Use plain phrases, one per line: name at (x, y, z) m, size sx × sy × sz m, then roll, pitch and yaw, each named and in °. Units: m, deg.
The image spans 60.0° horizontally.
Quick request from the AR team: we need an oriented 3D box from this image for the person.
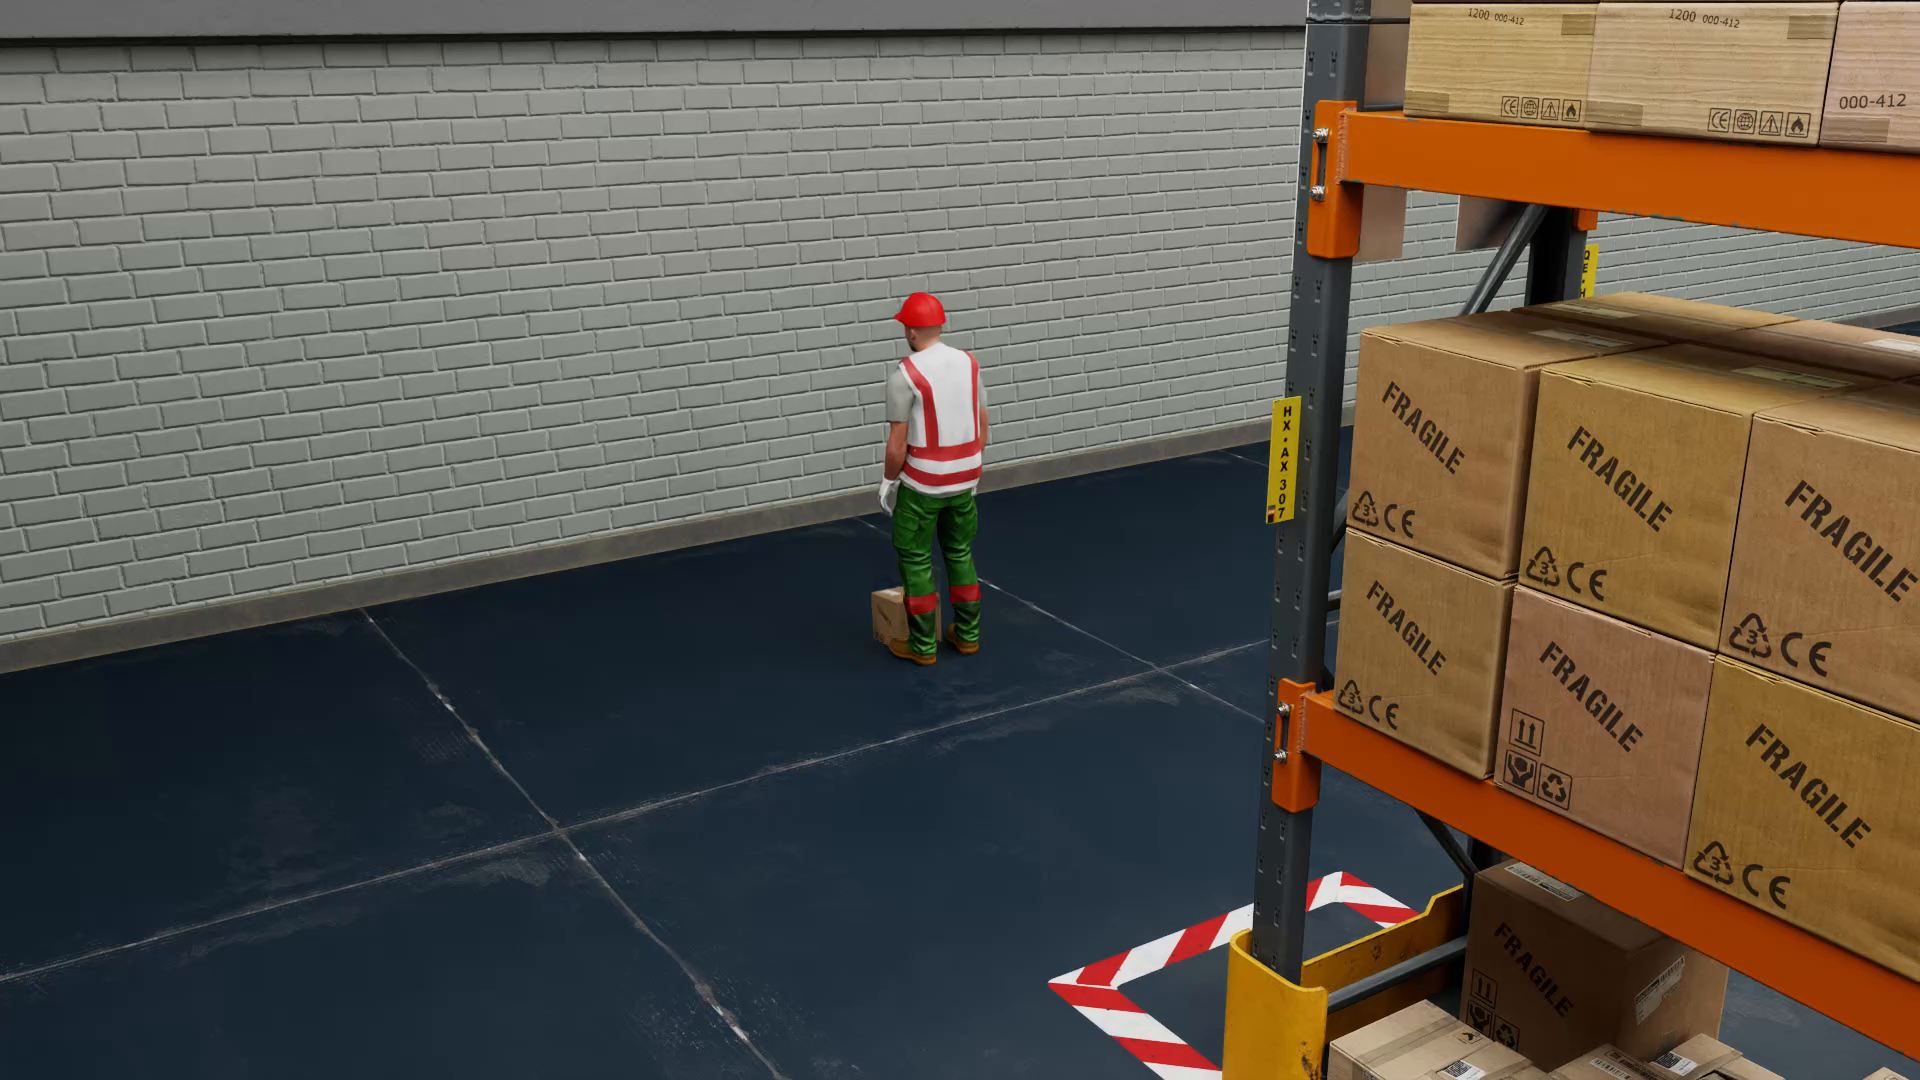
person at (-0.126, -0.284, 7.909) m, size 0.579 × 1.780 × 0.441 m, roll -12°, pitch 22°, yaw -33°
